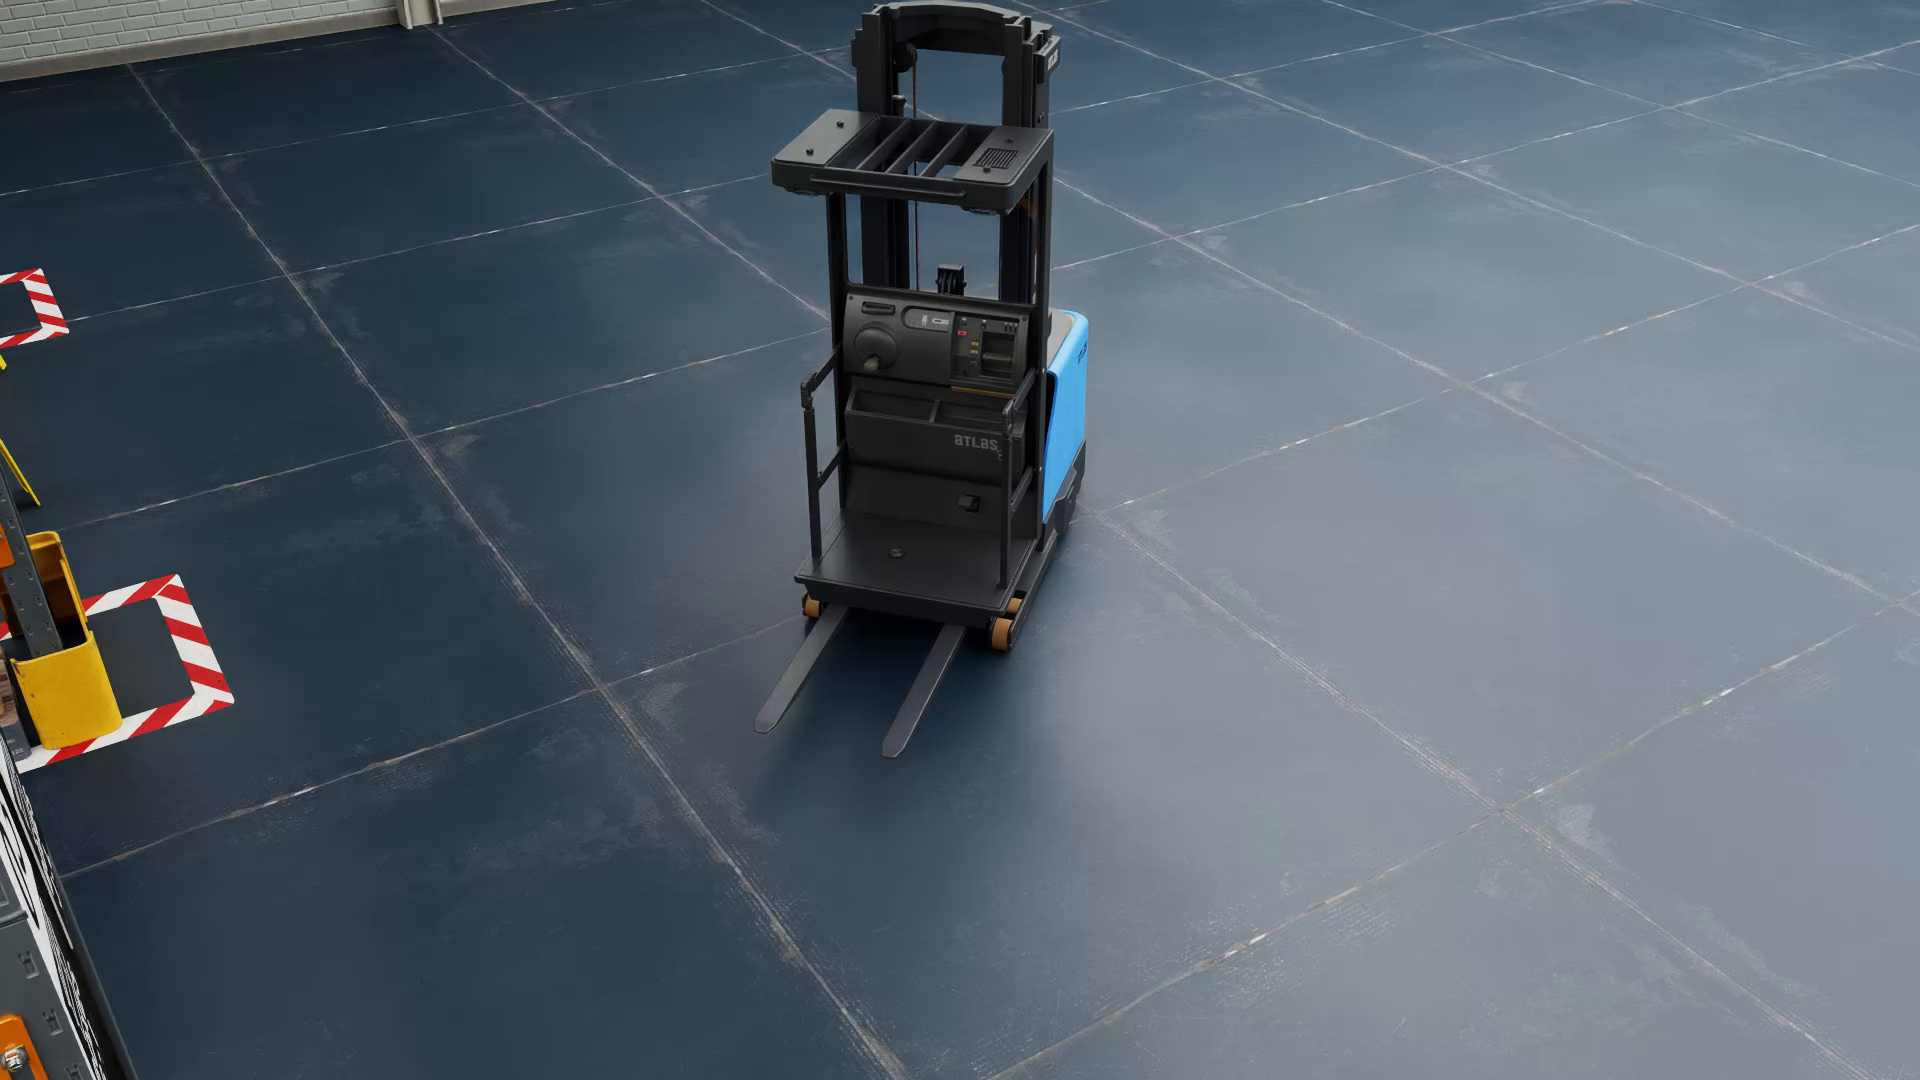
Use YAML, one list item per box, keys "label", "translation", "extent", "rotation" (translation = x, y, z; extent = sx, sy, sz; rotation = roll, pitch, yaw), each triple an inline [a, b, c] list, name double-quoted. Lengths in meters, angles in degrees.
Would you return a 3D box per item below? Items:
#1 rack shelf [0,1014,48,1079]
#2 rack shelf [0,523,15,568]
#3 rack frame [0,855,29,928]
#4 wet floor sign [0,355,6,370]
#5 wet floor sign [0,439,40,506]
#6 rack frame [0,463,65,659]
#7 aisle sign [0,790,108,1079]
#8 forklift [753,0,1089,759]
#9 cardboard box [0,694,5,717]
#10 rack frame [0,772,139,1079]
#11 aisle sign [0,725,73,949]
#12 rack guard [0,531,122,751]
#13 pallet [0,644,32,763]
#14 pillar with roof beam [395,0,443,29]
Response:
- label: "rack shelf"
  translation: [-3.498, 1.283, 2.268]
  extent: [4.000, 0.370, 1.077]
  rotation: [-19, 37, -27]
- label: "rack shelf"
  translation: [-6.100, 0.298, 6.640]
  extent: [4.000, 0.370, 1.077]
  rotation: [-19, 37, -27]
- label: "rack frame"
  translation: [-1.817, -0.868, 2.192]
  extent: [0.127, 3.000, 1.000]
  rotation: [-19, 37, -27]
- label: "wet floor sign"
  translation: [-6.447, -1.354, 10.792]
  extent: [0.232, 0.644, 0.267]
  rotation: [-7, 33, -11]
- label: "wet floor sign"
  translation: [-5.468, -0.485, 9.414]
  extent: [0.232, 0.644, 0.267]
  rotation: [-26, 41, -35]
- label: "rack frame"
  translation: [-4.419, -0.584, 7.365]
  extent: [0.127, 3.000, 1.000]
  rotation: [-19, 37, -27]
- label: "aisle sign"
  translation: [-1.602, 0.686, 2.914]
  extent: [0.004, 0.787, 0.394]
  rotation: [-19, 37, -27]
- label: "forklift"
  translation: [-0.179, -0.917, 7.957]
  extent: [1.130, 2.935, 3.031]
  rotation: [9, 33, 14]
- label: "cardboard box"
  translation: [-4.954, 0.362, 7.462]
  extent: [0.875, 0.875, 0.875]
  rotation: [-19, 37, -27]
- label: "rack frame"
  translation: [-1.817, 1.669, 3.793]
  extent: [0.127, 3.000, 1.000]
  rotation: [-19, 37, -27]
- label: "aisle sign"
  translation: [-1.927, 0.417, 3.341]
  extent: [0.004, 0.787, 0.394]
  rotation: [-19, 37, -27]
- label: "rack guard"
  translation: [-4.399, 0.466, 8.043]
  extent: [0.348, 0.500, 1.175]
  rotation: [-19, 37, -27]
- label: "pallet"
  translation: [-5.049, 0.861, 7.687]
  extent: [1.213, 0.211, 1.003]
  rotation: [-19, 37, -27]
- label: "pillar with roof beam"
  translation: [-3.577, -7.544, 12.775]
  extent: [0.400, 9.000, 9.100]
  rotation: [-19, 37, -27]
